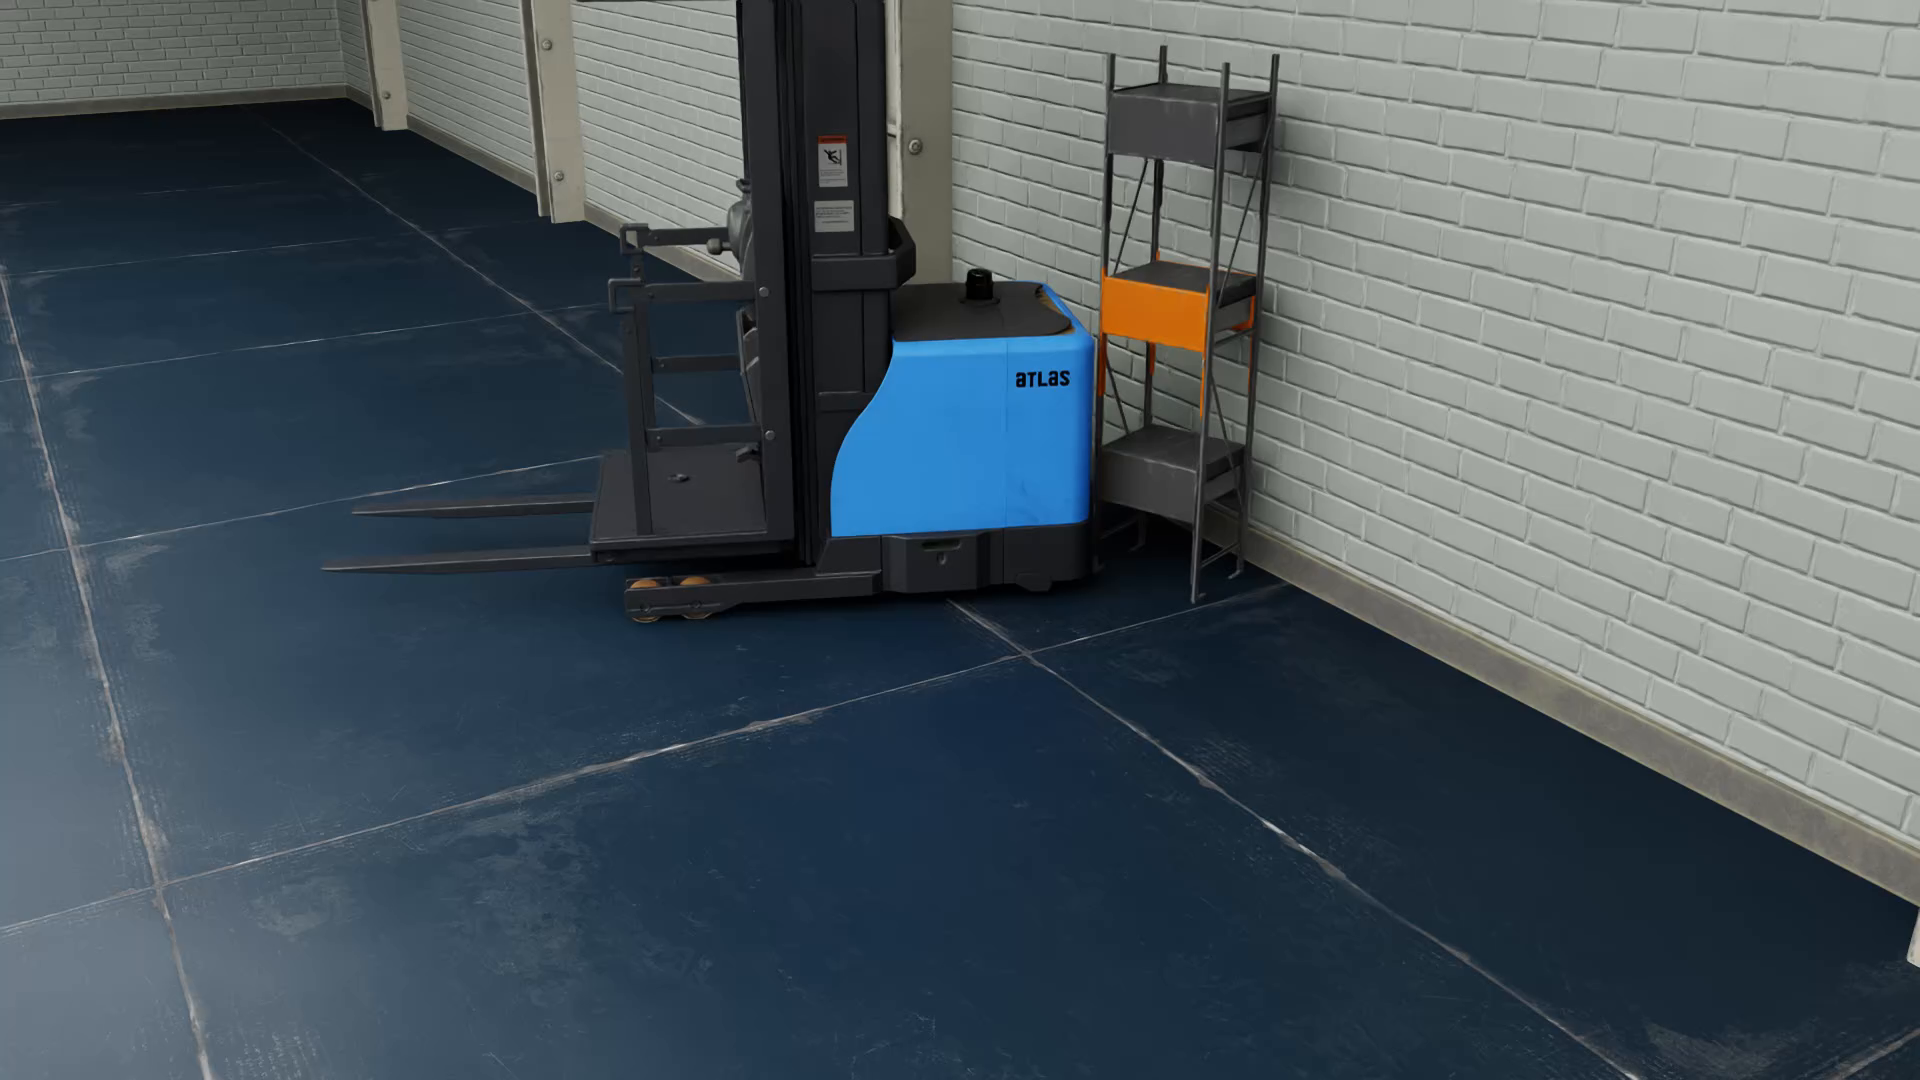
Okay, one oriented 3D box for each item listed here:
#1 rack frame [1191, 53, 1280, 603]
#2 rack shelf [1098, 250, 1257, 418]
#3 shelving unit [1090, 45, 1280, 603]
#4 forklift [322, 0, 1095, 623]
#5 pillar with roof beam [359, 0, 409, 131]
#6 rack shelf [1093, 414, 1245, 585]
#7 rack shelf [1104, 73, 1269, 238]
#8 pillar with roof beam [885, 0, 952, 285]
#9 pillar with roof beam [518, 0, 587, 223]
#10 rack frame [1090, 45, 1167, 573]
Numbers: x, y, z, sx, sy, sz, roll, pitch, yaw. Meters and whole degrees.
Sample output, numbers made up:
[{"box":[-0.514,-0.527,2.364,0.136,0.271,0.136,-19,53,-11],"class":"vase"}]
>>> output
[{"box":[1.060,-0.779,6.440,0.015,2.100,0.400,17,27,35],"class":"rack frame"},{"box":[0.868,-0.824,6.585,0.480,0.518,0.431,17,27,35],"class":"rack shelf"},{"box":[0.868,-0.836,6.580,0.503,2.100,0.431,17,27,35],"class":"shelving unit"},{"box":[-1.025,-1.246,6.483,3.031,2.935,1.130,-3,22,-8],"class":"forklift"},{"box":[-10.098,-7.995,15.031,9.100,9.000,0.400,-13,25,-28],"class":"pillar with roof beam"},{"box":[0.868,-0.175,6.849,0.480,0.518,0.431,17,27,35],"class":"rack shelf"},{"box":[0.868,-1.472,6.322,0.480,0.518,0.431,17,27,35],"class":"rack shelf"},{"box":[-3.968,-4.110,5.474,9.100,9.000,0.400,-13,25,-28],"class":"pillar with roof beam"},{"box":[-7.033,-6.053,10.252,9.100,9.000,0.400,-13,25,-28],"class":"pillar with roof beam"},{"box":[0.677,-0.893,6.721,0.015,2.100,0.400,17,27,35],"class":"rack frame"}]
